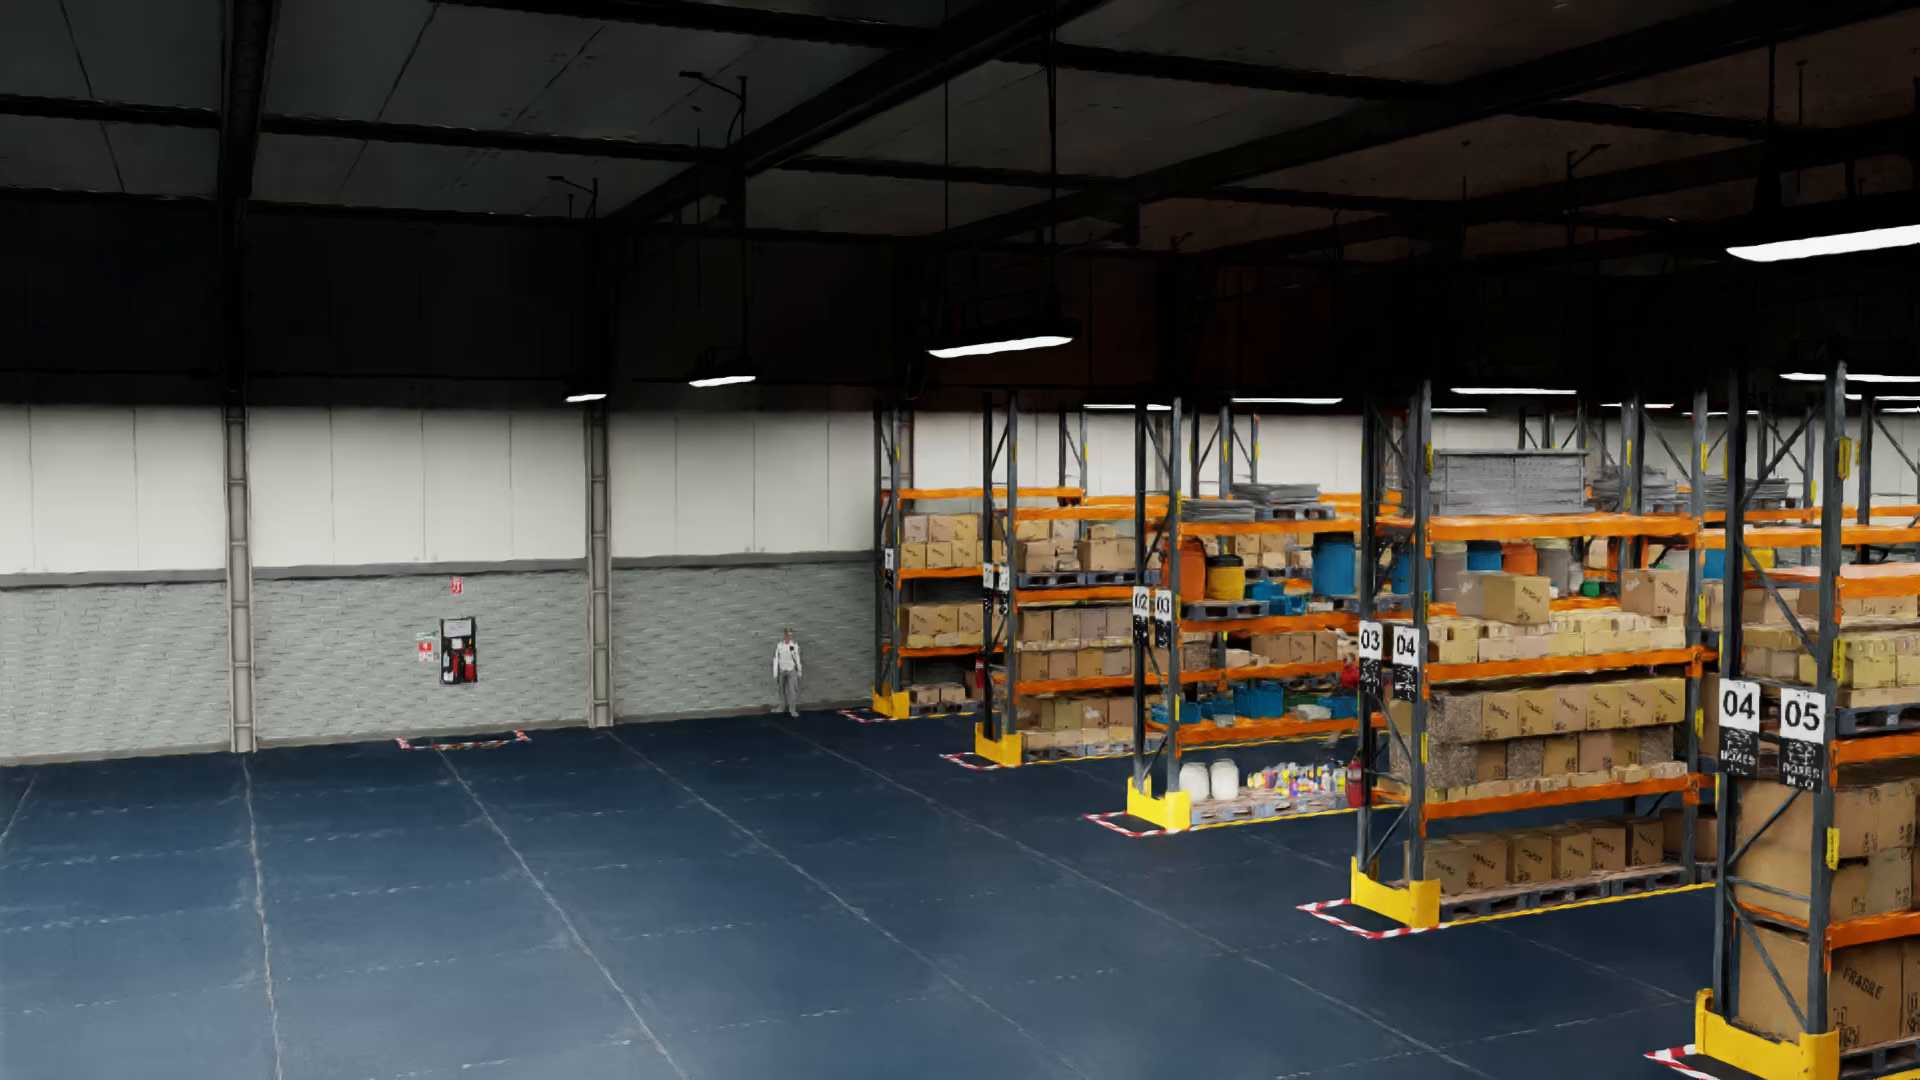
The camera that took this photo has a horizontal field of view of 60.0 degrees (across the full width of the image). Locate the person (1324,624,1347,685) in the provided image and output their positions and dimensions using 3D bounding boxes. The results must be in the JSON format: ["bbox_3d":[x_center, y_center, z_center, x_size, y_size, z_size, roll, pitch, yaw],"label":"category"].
[{"bbox_3d":[7.520,2.366,33.340,0.549,1.735,0.702,-2,4,-25],"label":"person"}]

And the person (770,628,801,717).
[{"bbox_3d":[-3.338,2.495,31.625,0.633,1.675,0.446,1,3,13],"label":"person"}]

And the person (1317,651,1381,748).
[{"bbox_3d":[6.611,2.693,28.031,1.130,1.646,0.540,-2,4,-26],"label":"person"}]
